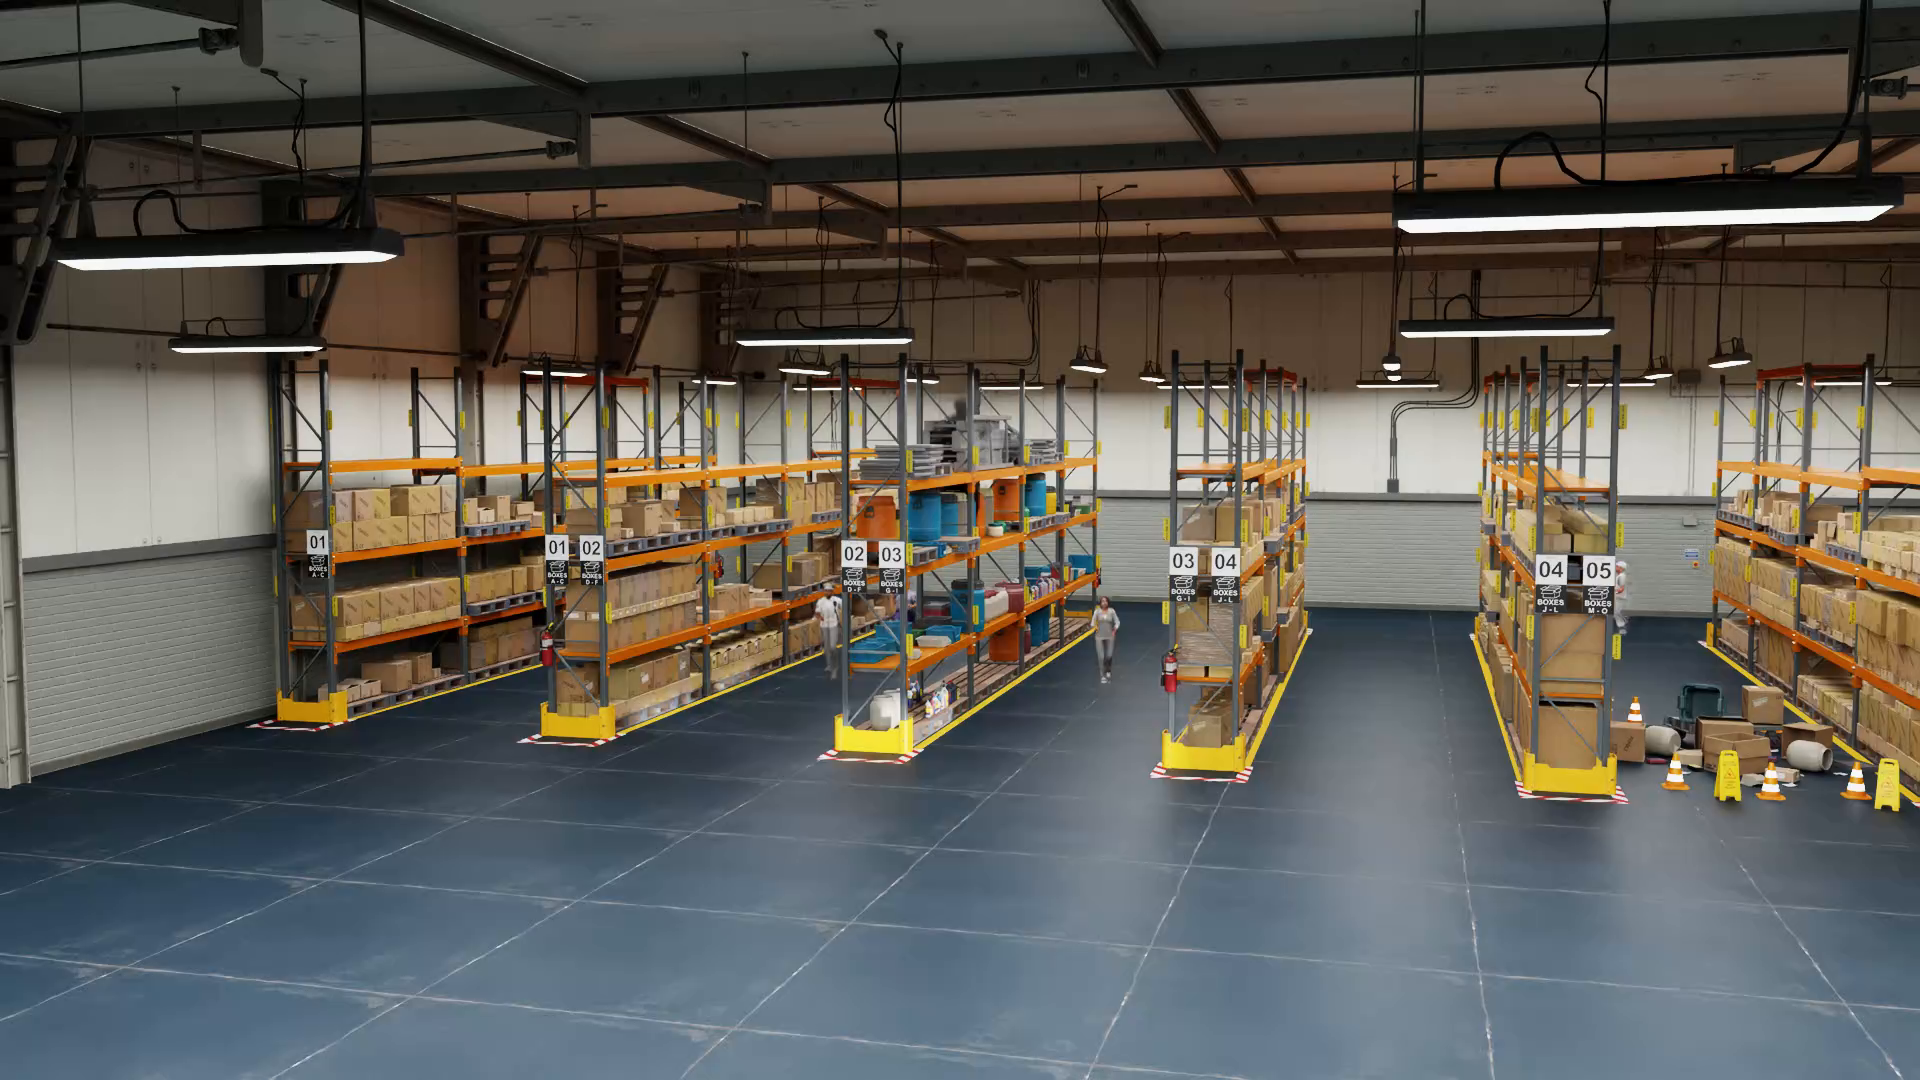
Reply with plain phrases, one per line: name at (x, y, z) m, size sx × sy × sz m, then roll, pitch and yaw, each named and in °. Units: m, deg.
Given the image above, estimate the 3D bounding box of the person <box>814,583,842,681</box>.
person at (-2.403, 1.687, 30.840) m, size 0.589 × 1.809 × 0.705 m, roll 1°, pitch 4°, yaw 9°

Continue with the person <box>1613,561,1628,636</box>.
person at (15.227, 1.355, 38.555) m, size 0.583 × 1.741 × 0.663 m, roll 1°, pitch 4°, yaw 11°

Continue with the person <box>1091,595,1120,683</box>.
person at (2.596, 1.788, 29.735) m, size 0.525 × 1.577 × 0.511 m, roll 0°, pitch 4°, yaw 4°

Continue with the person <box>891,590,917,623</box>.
person at (-1.191, 1.617, 35.315) m, size 0.624 × 1.592 × 1.015 m, roll 0°, pitch 4°, yaw 5°

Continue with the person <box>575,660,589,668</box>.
person at (-6.828, 2.012, 30.354) m, size 0.510 × 1.642 × 0.741 m, roll 0°, pitch 4°, yaw 4°
